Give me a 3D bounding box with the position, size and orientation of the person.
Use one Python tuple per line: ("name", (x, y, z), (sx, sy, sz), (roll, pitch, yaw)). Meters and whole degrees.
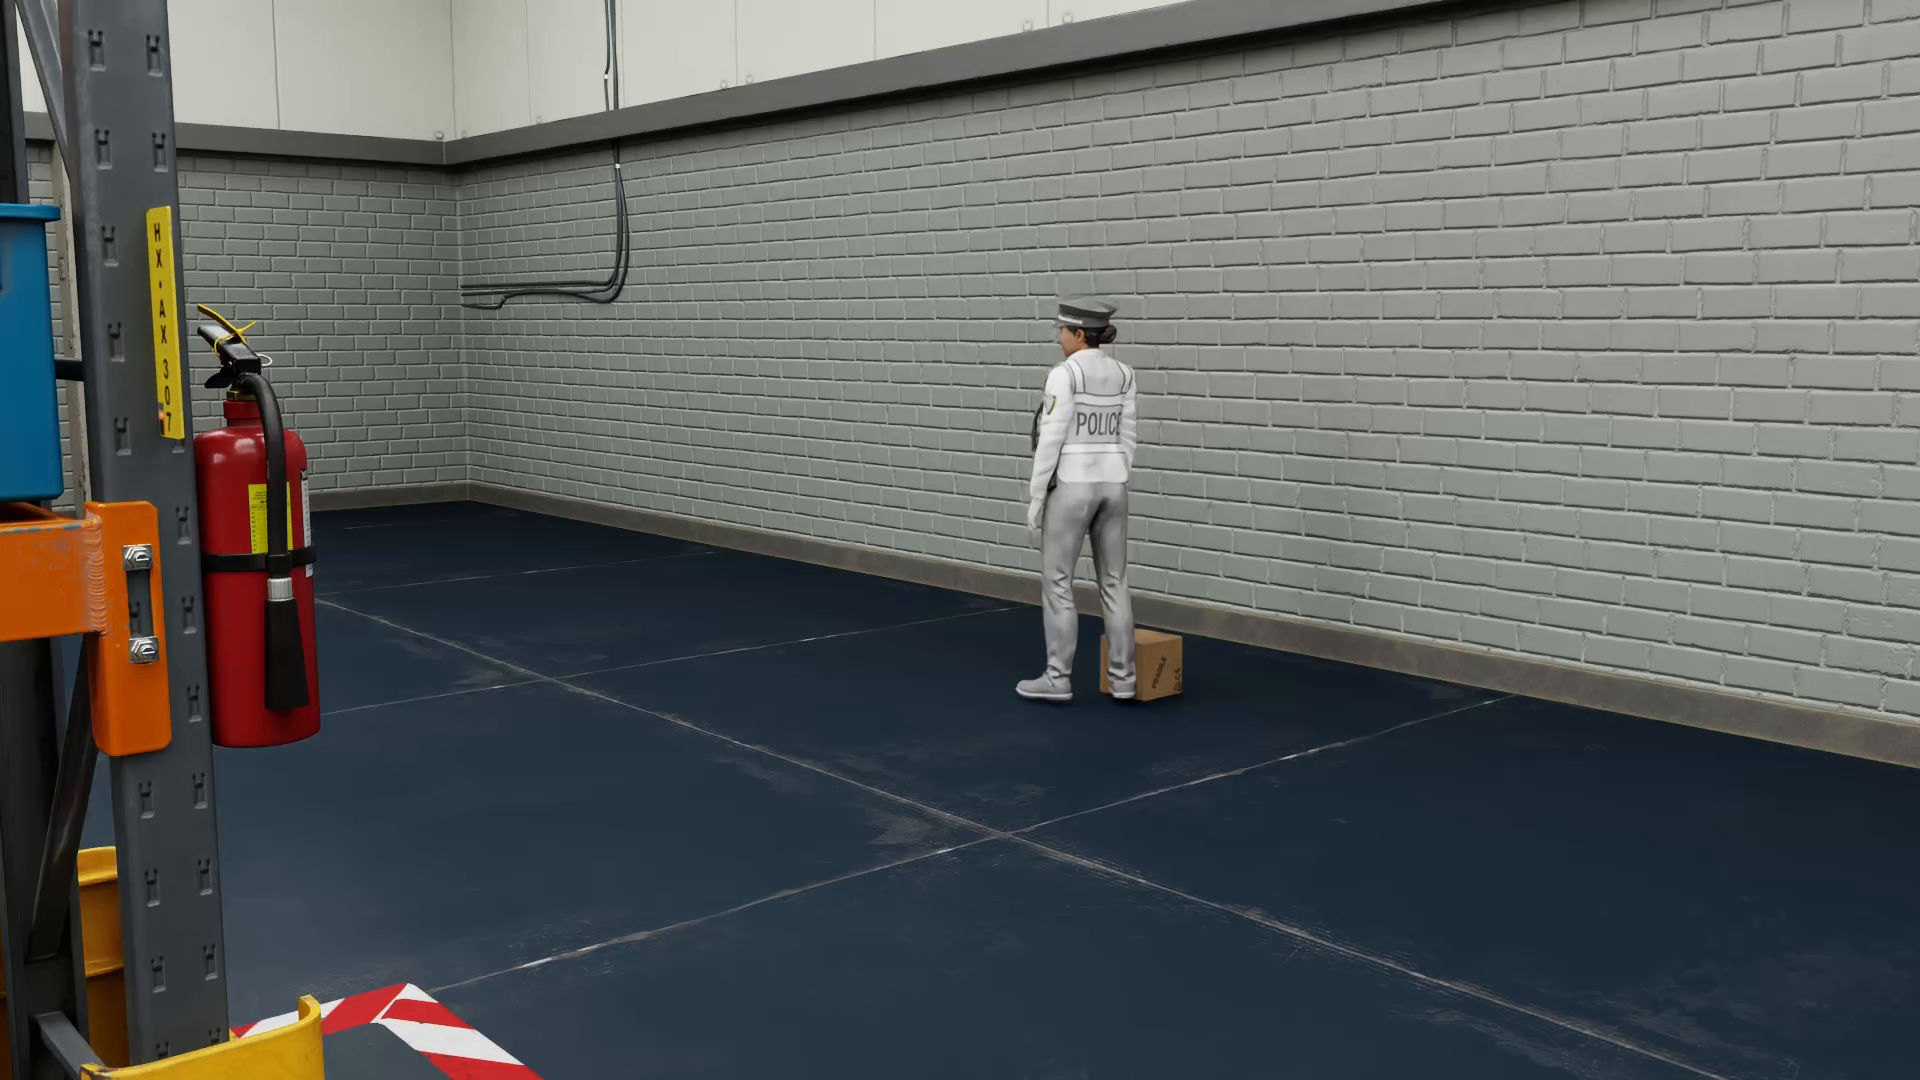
("person", (0.507, -0.172, 6.869), (0.520, 1.675, 0.411), (-5, 9, -31))
